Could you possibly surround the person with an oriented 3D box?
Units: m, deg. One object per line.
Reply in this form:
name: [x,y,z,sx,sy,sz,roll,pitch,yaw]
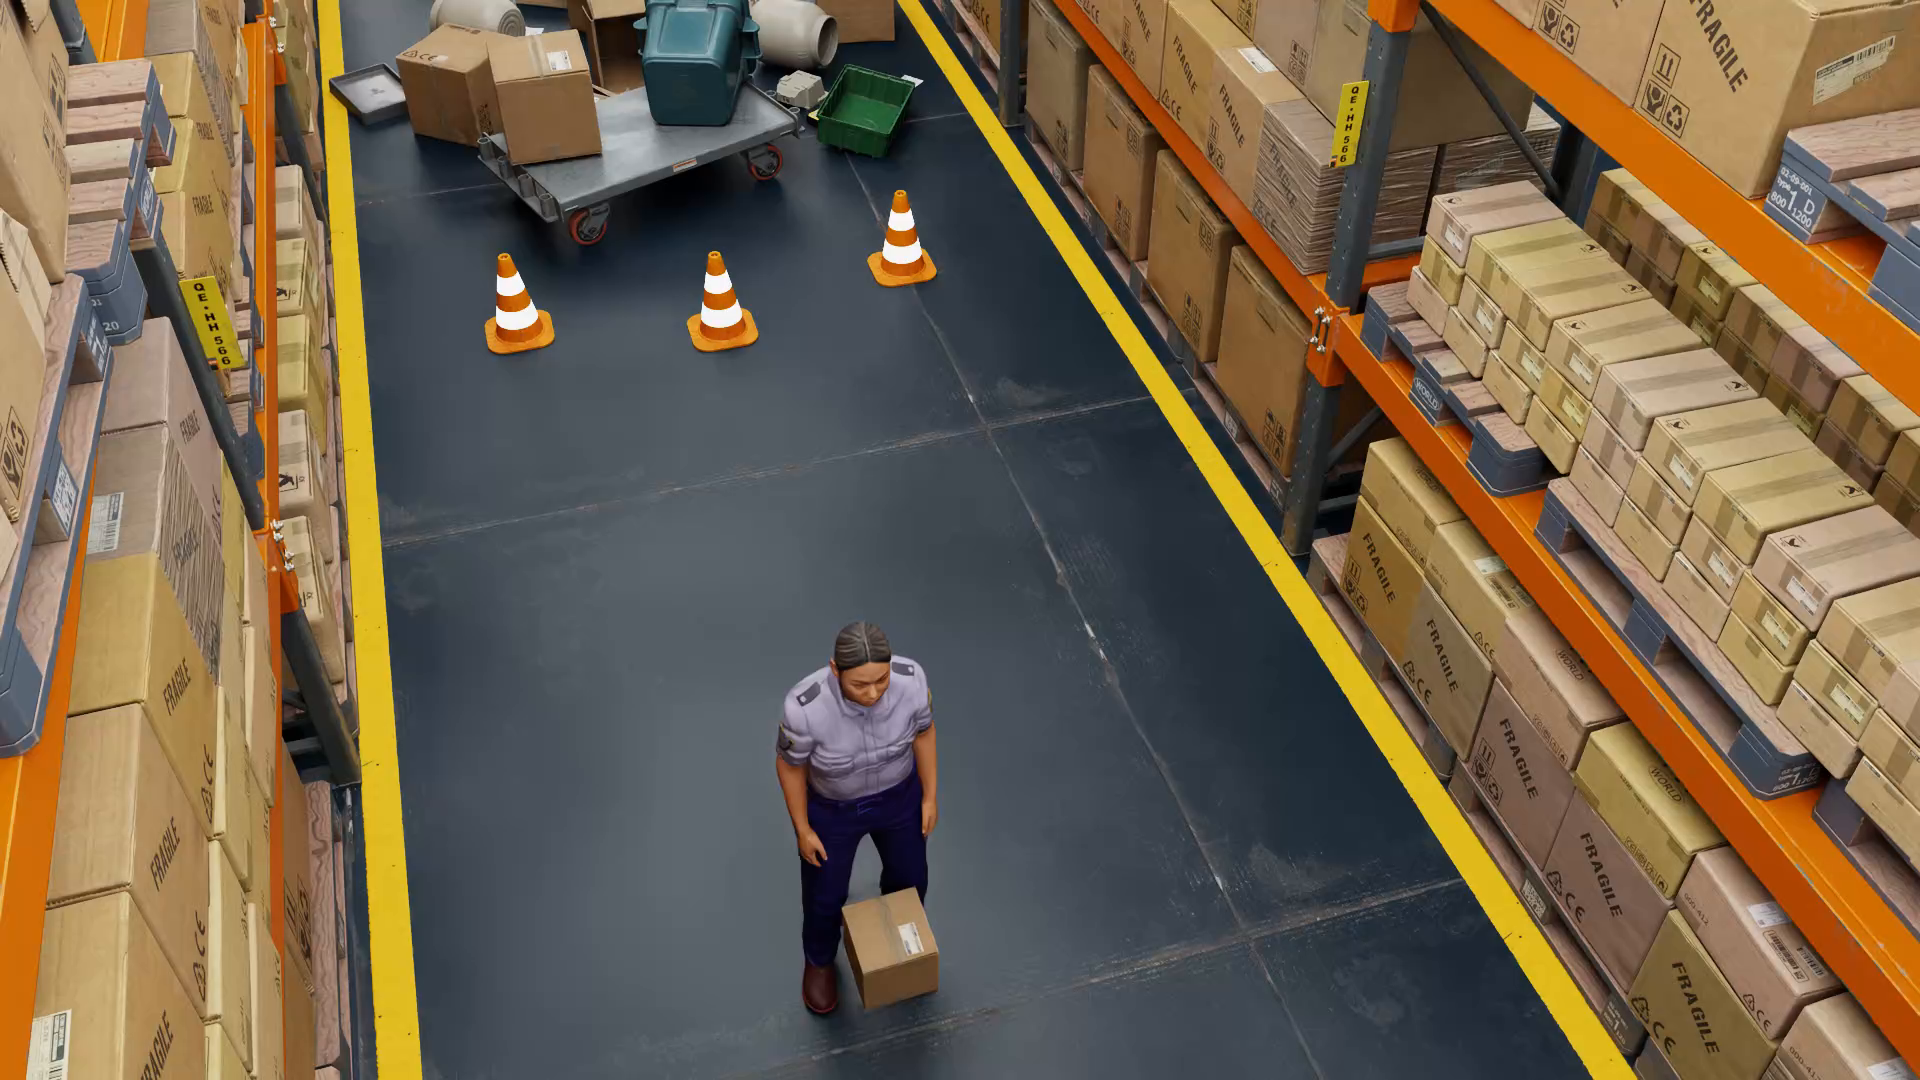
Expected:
person: [-0.316,0.840,5.248,0.530,1.654,0.372,-13,44,-14]
